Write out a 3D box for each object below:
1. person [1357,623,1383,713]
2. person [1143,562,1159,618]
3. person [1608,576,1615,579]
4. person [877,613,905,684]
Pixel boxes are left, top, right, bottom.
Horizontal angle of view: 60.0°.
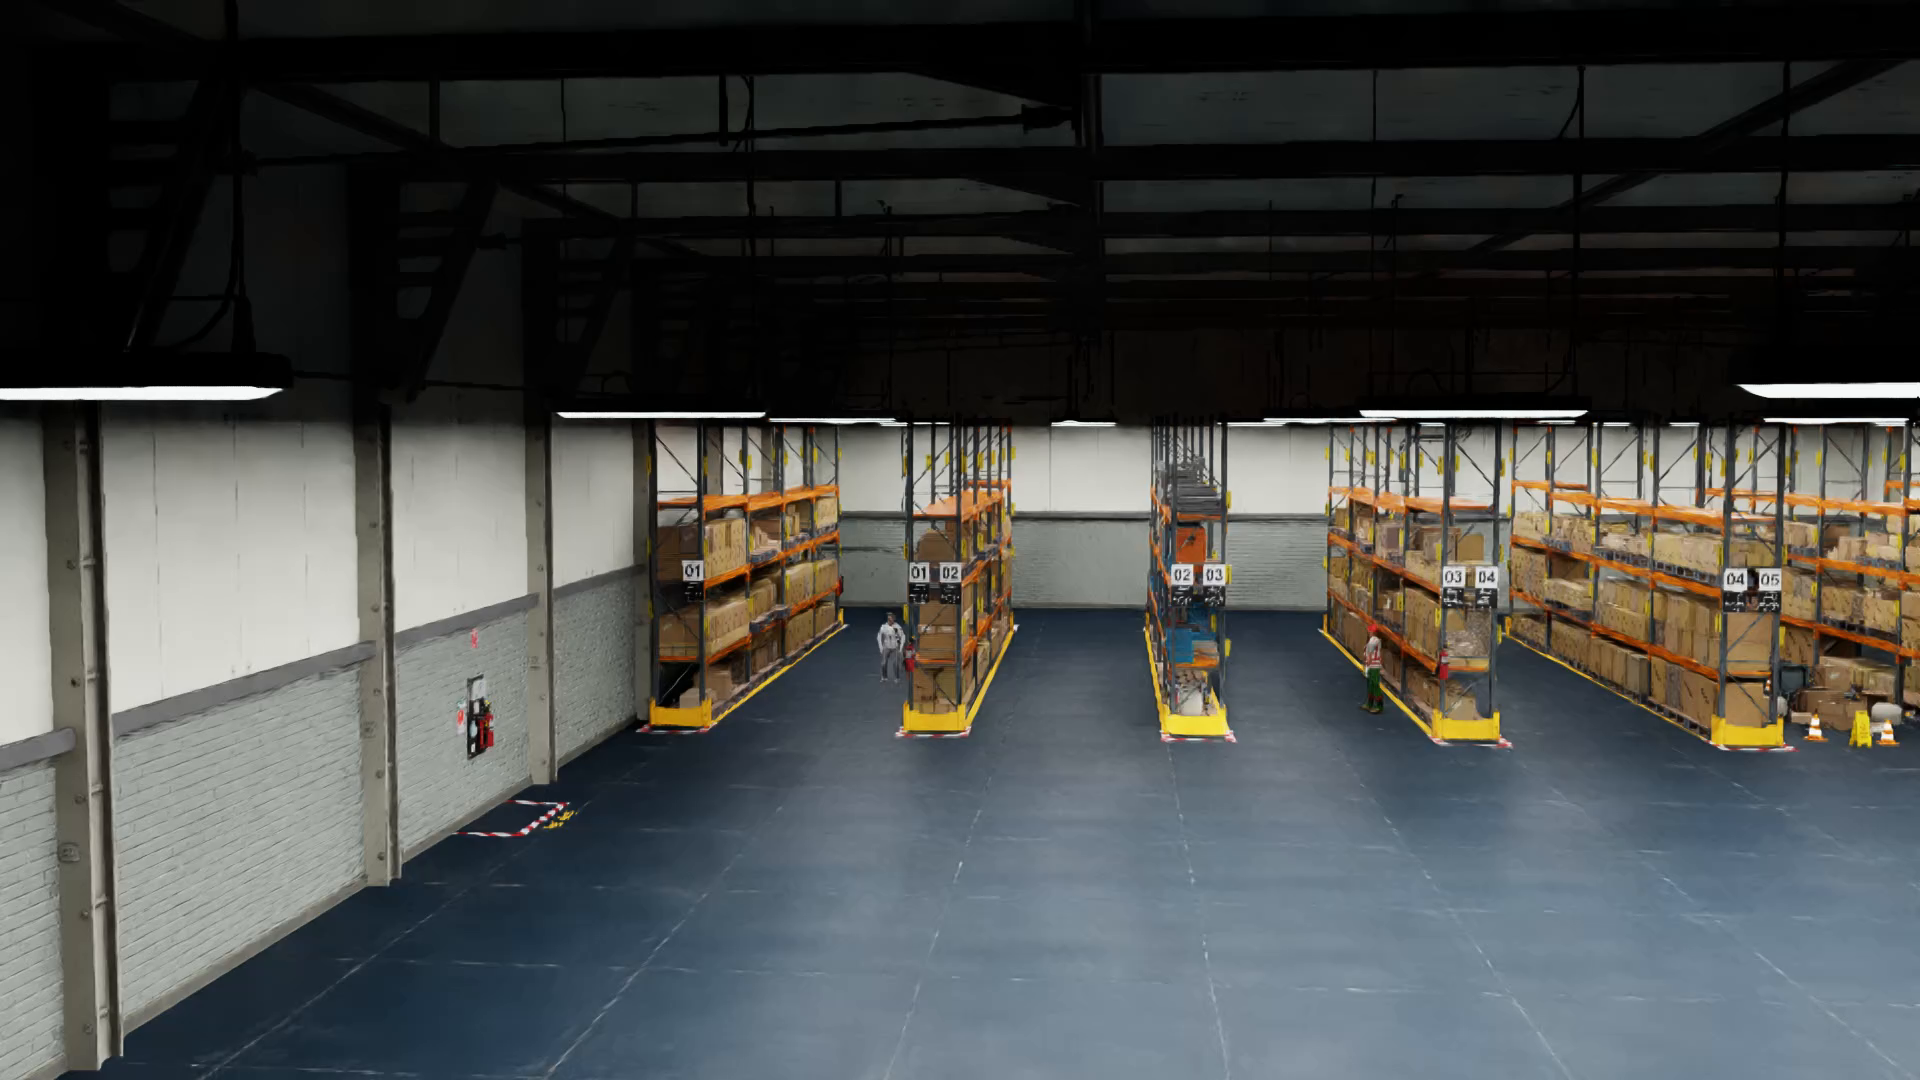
[{"bbox_3d":[8.270,2.564,33.471,0.583,1.786,0.653,2,4,25],"label":"person"},{"bbox_3d":[5.873,1.492,49.993,0.567,1.712,0.737,4,5,44],"label":"person"},{"bbox_3d":[17.266,1.848,44.262,0.494,1.775,0.578,3,5,35],"label":"person"},{"bbox_3d":[-1.542,2.411,37.216,0.639,1.632,0.506,0,4,4],"label":"person"}]
